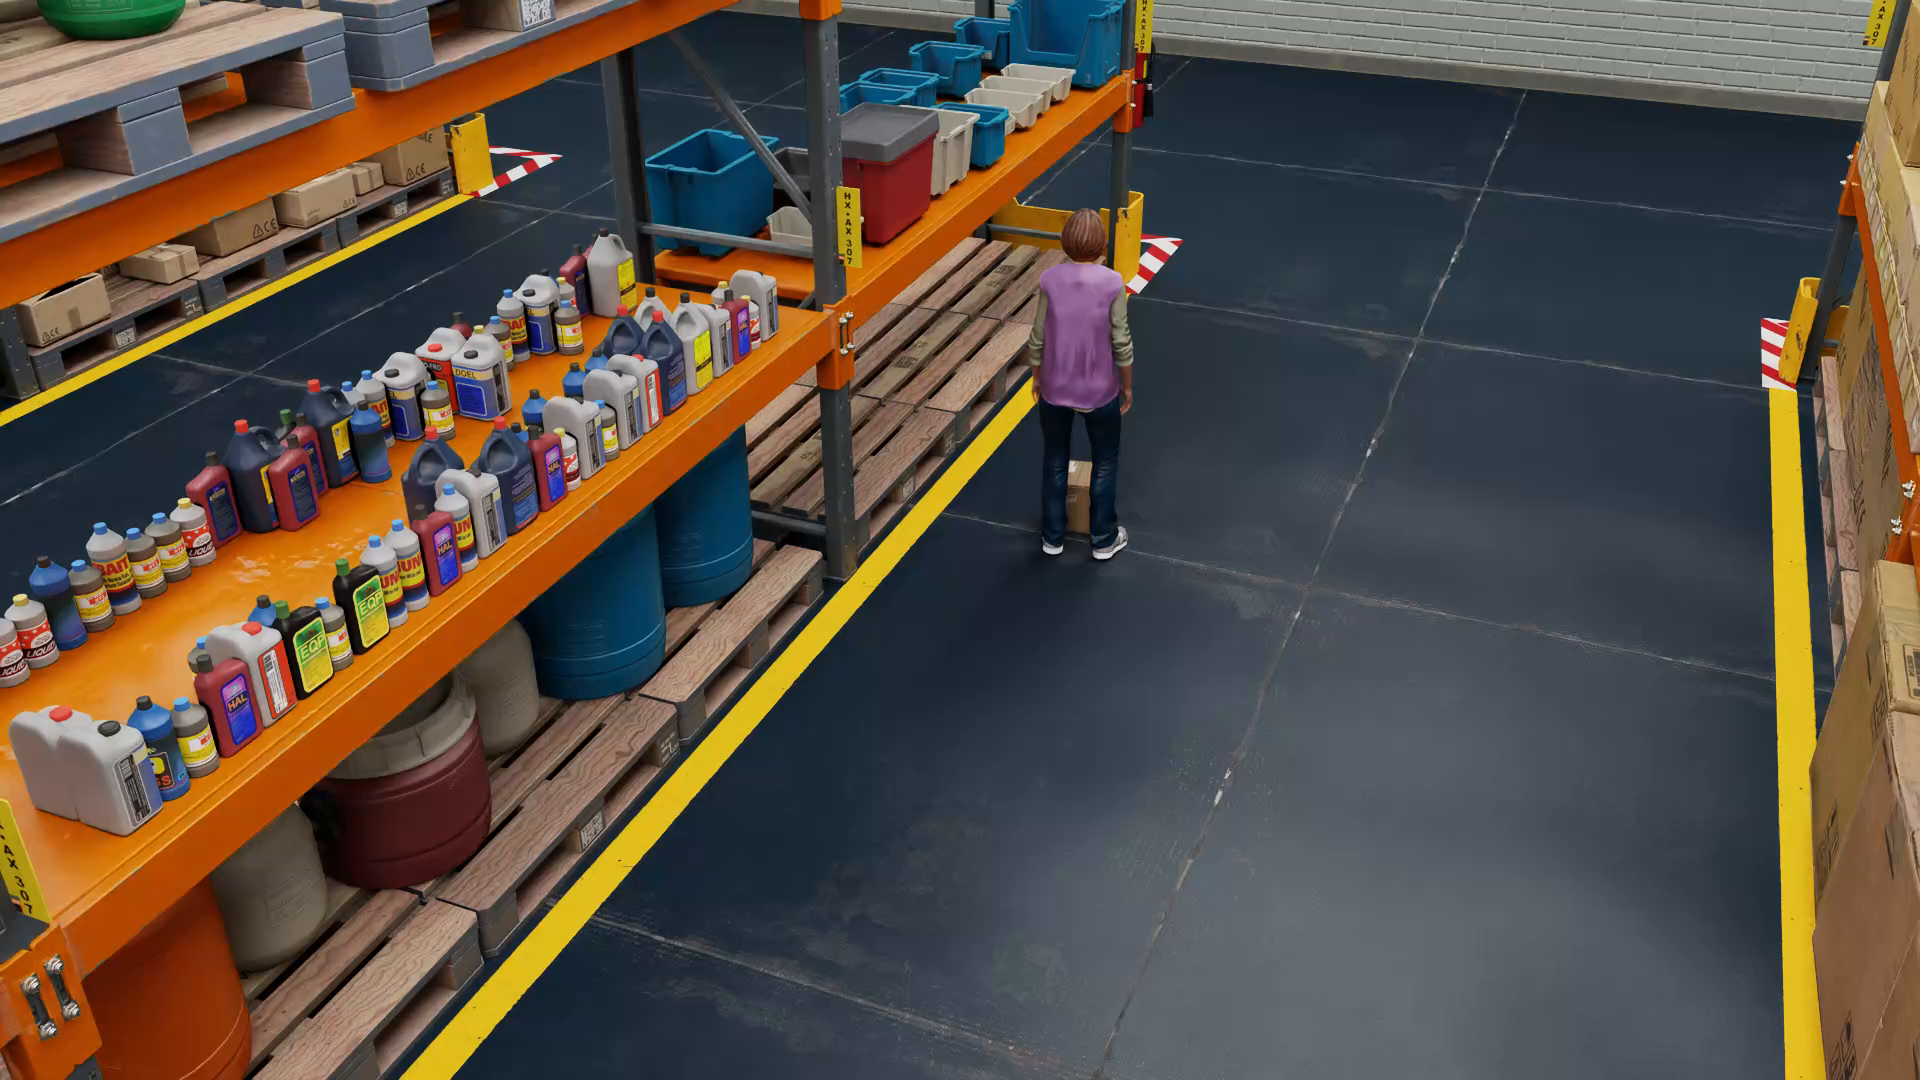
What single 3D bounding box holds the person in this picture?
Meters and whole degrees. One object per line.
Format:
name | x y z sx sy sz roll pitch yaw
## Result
person | 0.525 -0.652 7.266 0.463 1.593 0.343 8 31 13
